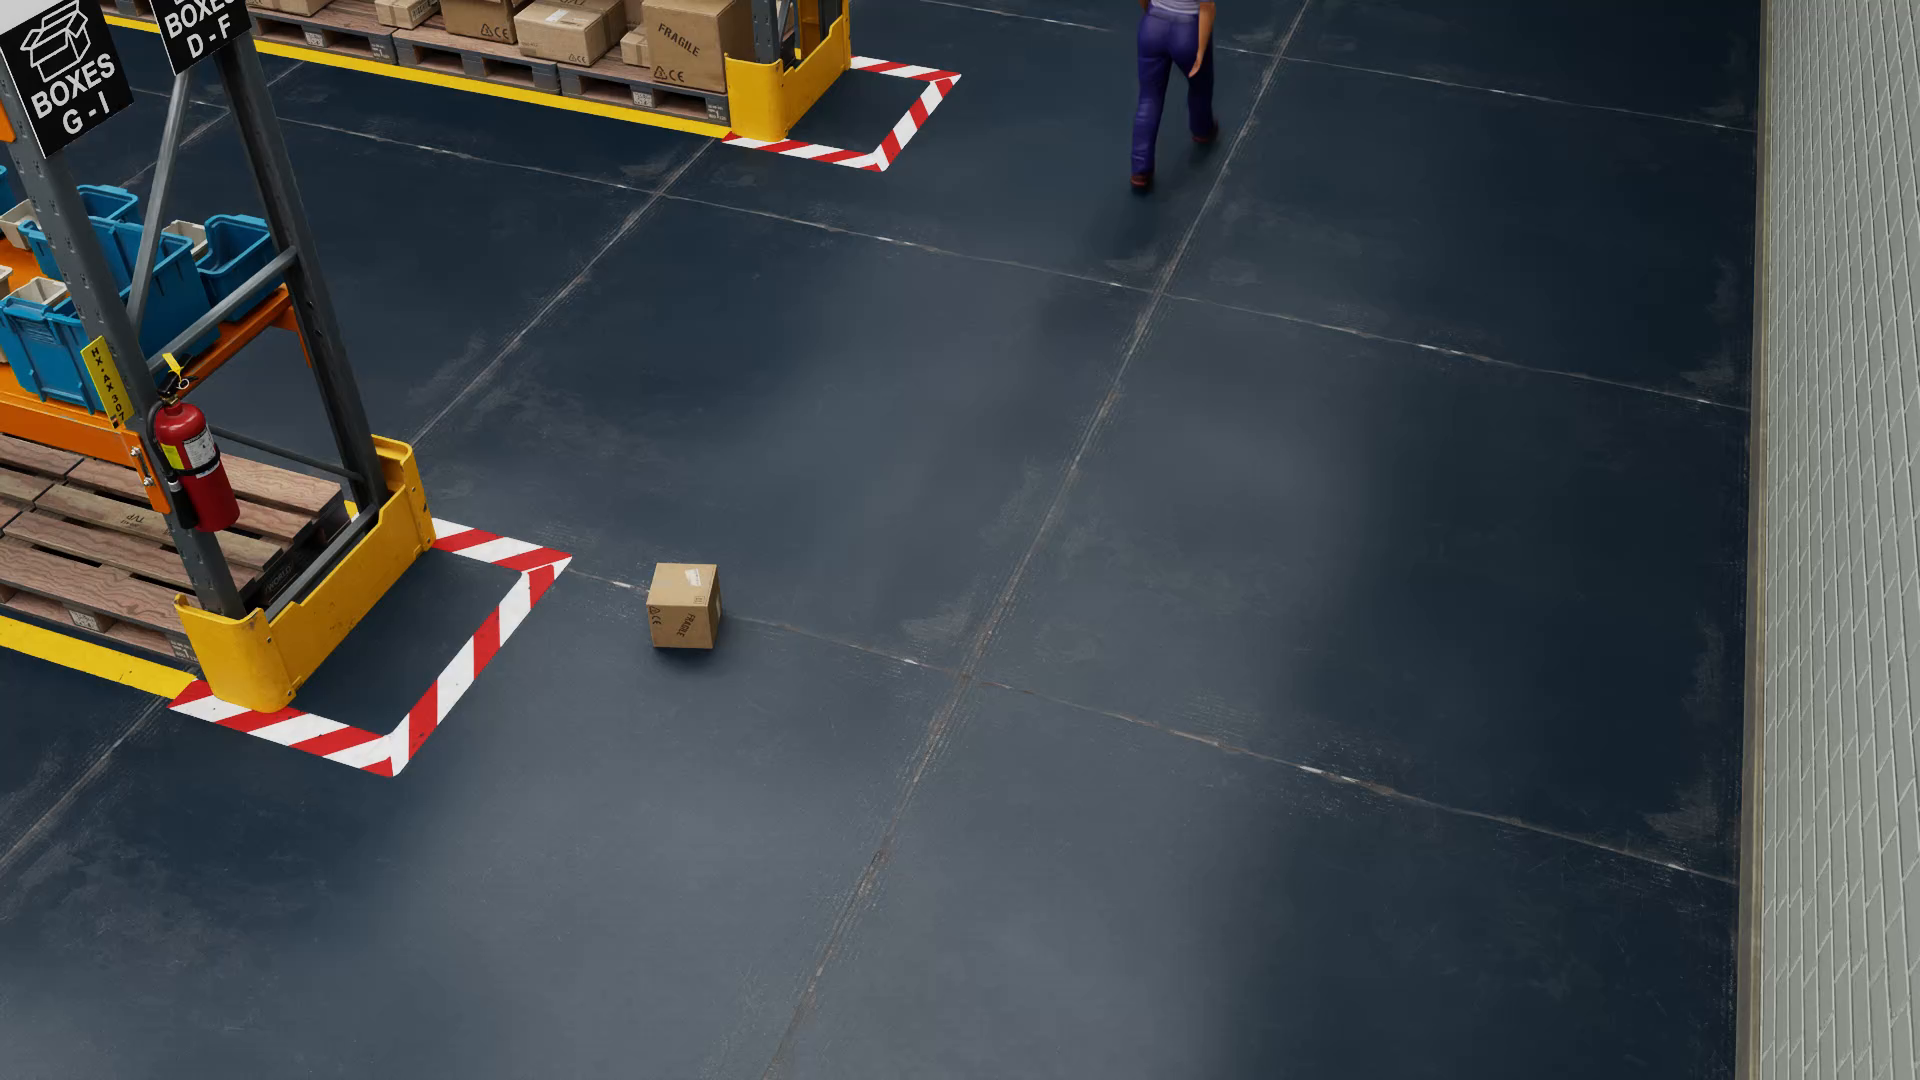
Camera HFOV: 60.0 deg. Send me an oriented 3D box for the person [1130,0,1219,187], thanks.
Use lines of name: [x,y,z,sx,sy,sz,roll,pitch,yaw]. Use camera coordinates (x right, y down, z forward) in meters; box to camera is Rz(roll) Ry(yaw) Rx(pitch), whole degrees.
person: [1.234,-2.894,9.398,0.492,1.599,0.946,15,44,16]
